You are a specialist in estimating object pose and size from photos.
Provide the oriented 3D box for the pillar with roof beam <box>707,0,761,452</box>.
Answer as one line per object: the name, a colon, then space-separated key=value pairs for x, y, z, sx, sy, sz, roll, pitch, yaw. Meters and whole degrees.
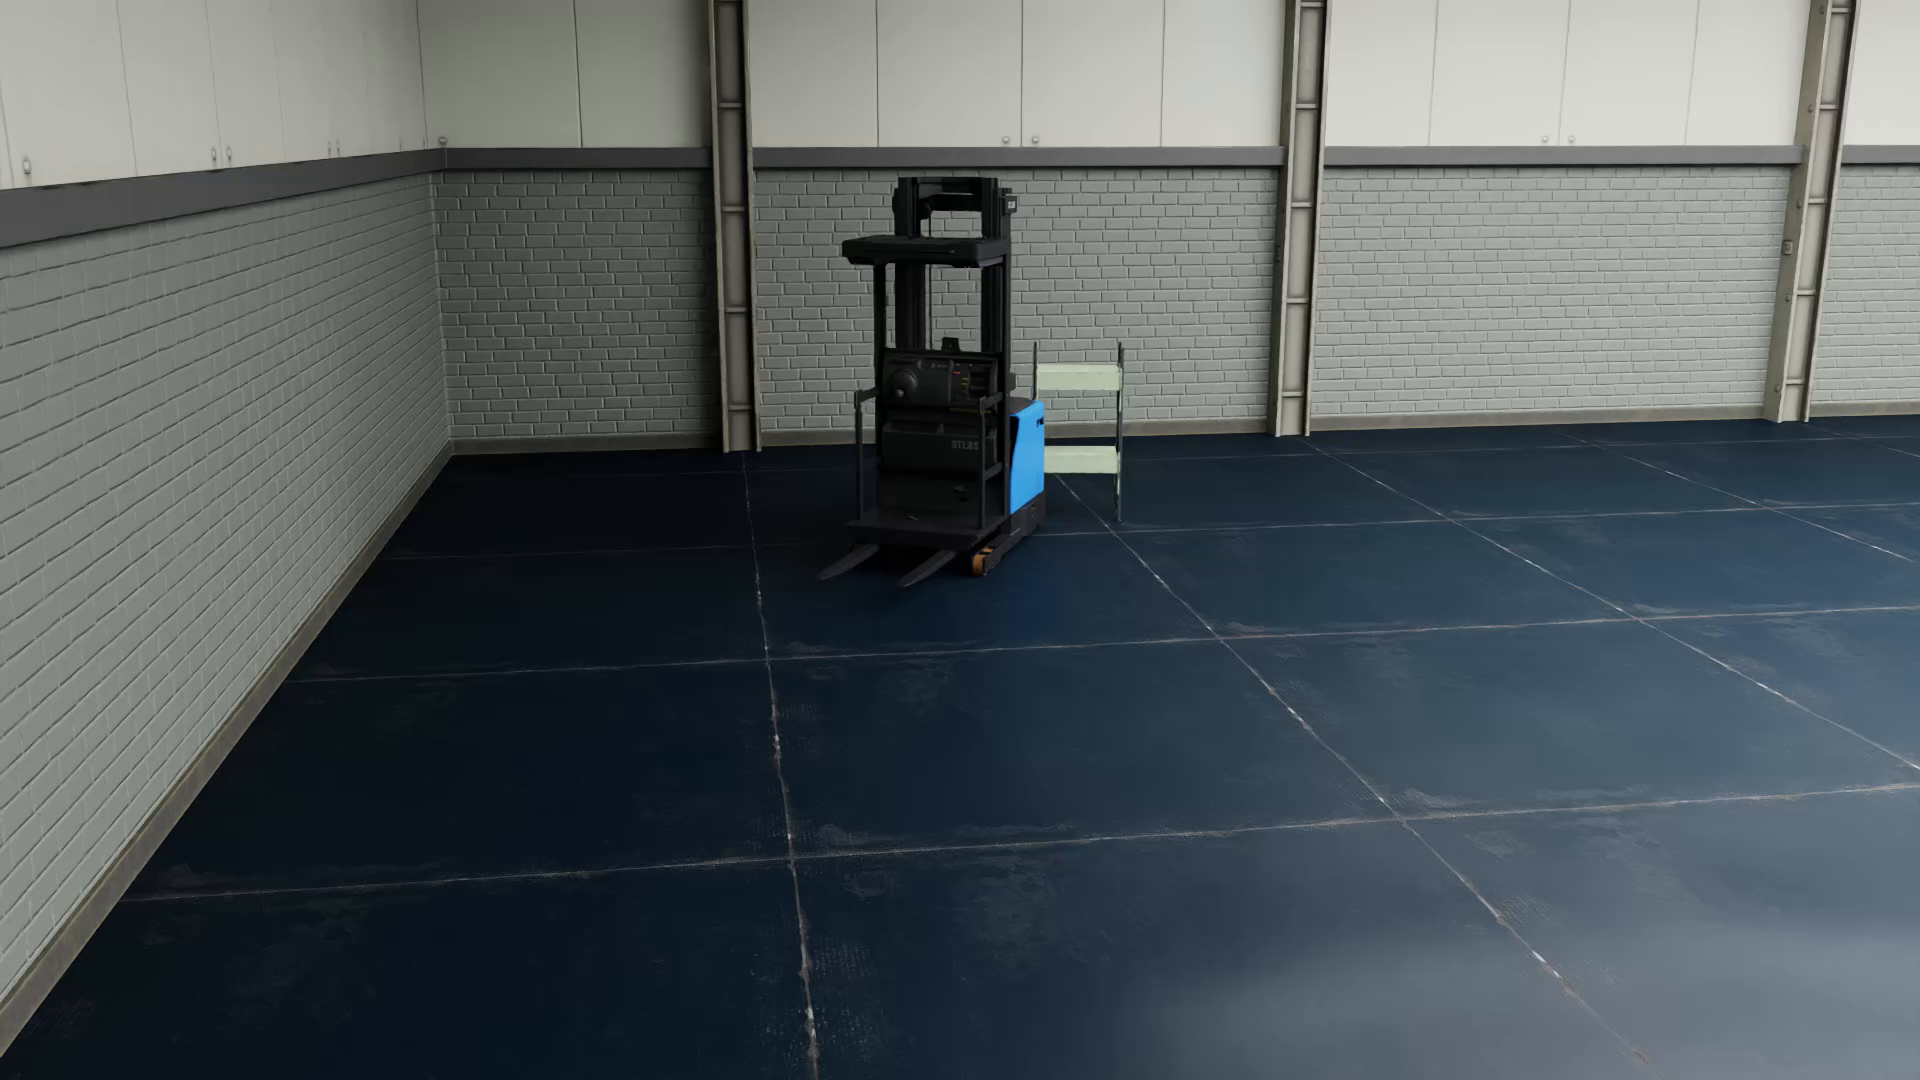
pillar with roof beam: x=-1.661 y=-4.289 z=12.326 sx=0.400 sy=9.000 sz=9.100 roll=-2 pitch=14 yaw=-8

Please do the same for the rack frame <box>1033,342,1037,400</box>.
rack frame: x=0.646 y=-0.943 z=14.397 sx=0.023 sy=1.500 sz=0.400 roll=0 pitch=14 yaw=2

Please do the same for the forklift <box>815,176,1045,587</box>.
forklift: x=-0.223 y=-1.258 z=12.714 sx=1.130 sy=2.935 sz=3.031 roll=5 pitch=15 yaw=18

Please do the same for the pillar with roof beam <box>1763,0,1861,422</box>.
pillar with roof beam: x=10.206 y=-4.724 z=14.060 sx=0.400 sy=9.000 sz=9.100 roll=-2 pitch=14 yaw=-8

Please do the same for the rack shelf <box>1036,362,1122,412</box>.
rack shelf: x=1.012 y=-1.319 z=14.293 sx=0.720 sy=0.370 sz=0.431 roll=0 pitch=14 yaw=2

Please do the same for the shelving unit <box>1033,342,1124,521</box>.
shelving unit: x=1.012 y=-0.940 z=14.388 sx=0.755 sy=1.500 sz=0.431 roll=0 pitch=14 yaw=2

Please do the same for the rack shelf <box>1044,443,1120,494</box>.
rack shelf: x=1.012 y=-0.624 z=14.467 sx=0.720 sy=0.370 sz=0.431 roll=0 pitch=14 yaw=2

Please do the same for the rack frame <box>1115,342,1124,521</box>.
rack frame: x=1.378 y=-0.938 z=14.378 sx=0.023 sy=1.500 sz=0.400 roll=0 pitch=14 yaw=2

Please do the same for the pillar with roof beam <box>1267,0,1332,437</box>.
pillar with roof beam: x=4.273 y=-4.507 z=13.193 sx=0.400 sy=9.000 sz=9.100 roll=-2 pitch=14 yaw=-8
